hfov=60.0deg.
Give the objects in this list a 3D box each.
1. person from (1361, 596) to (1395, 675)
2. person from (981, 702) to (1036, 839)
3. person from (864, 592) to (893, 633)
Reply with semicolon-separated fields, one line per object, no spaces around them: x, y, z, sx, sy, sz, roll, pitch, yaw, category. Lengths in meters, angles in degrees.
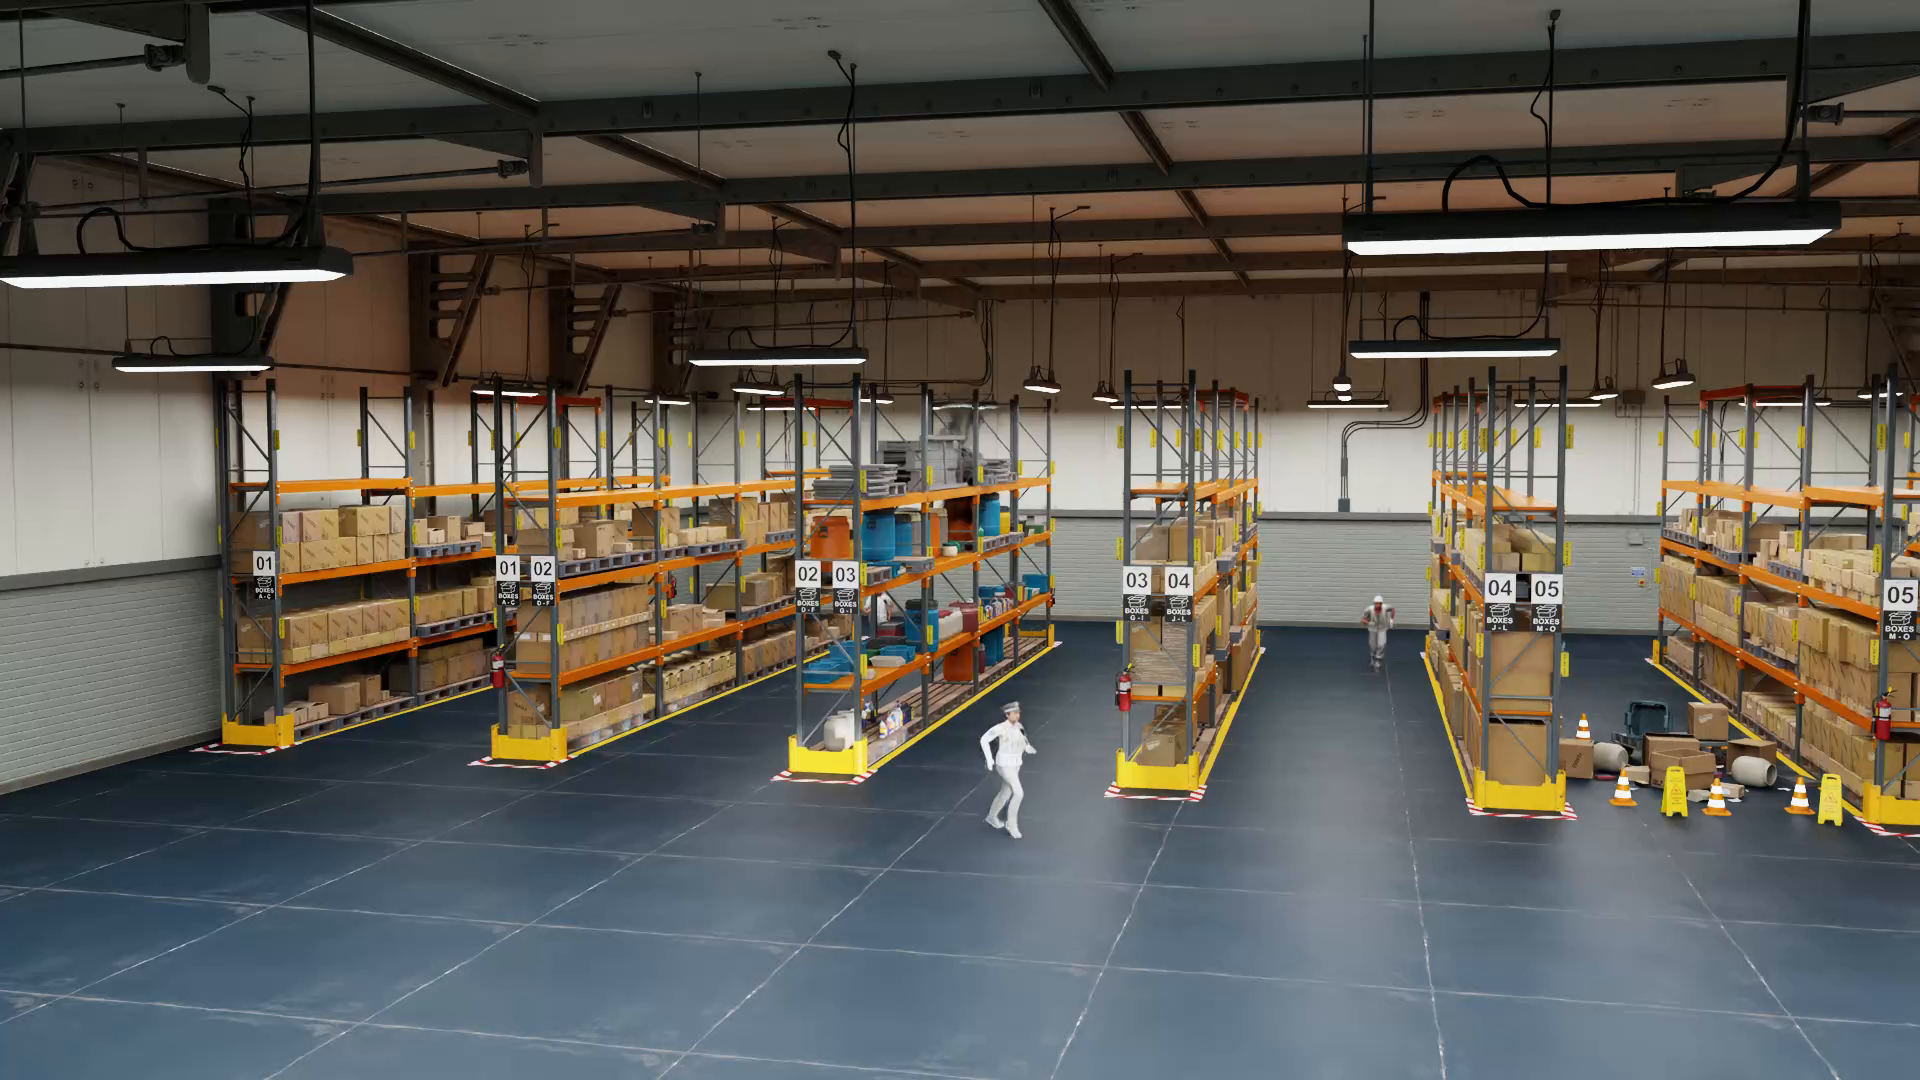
9.009;2.029;35.879;0.705;1.730;1.038;1;3;10;person
0.629;2.899;21.051;0.798;1.738;0.572;3;4;39;person
-1.837;1.823;37.444;0.665;1.711;0.971;0;3;-2;person
